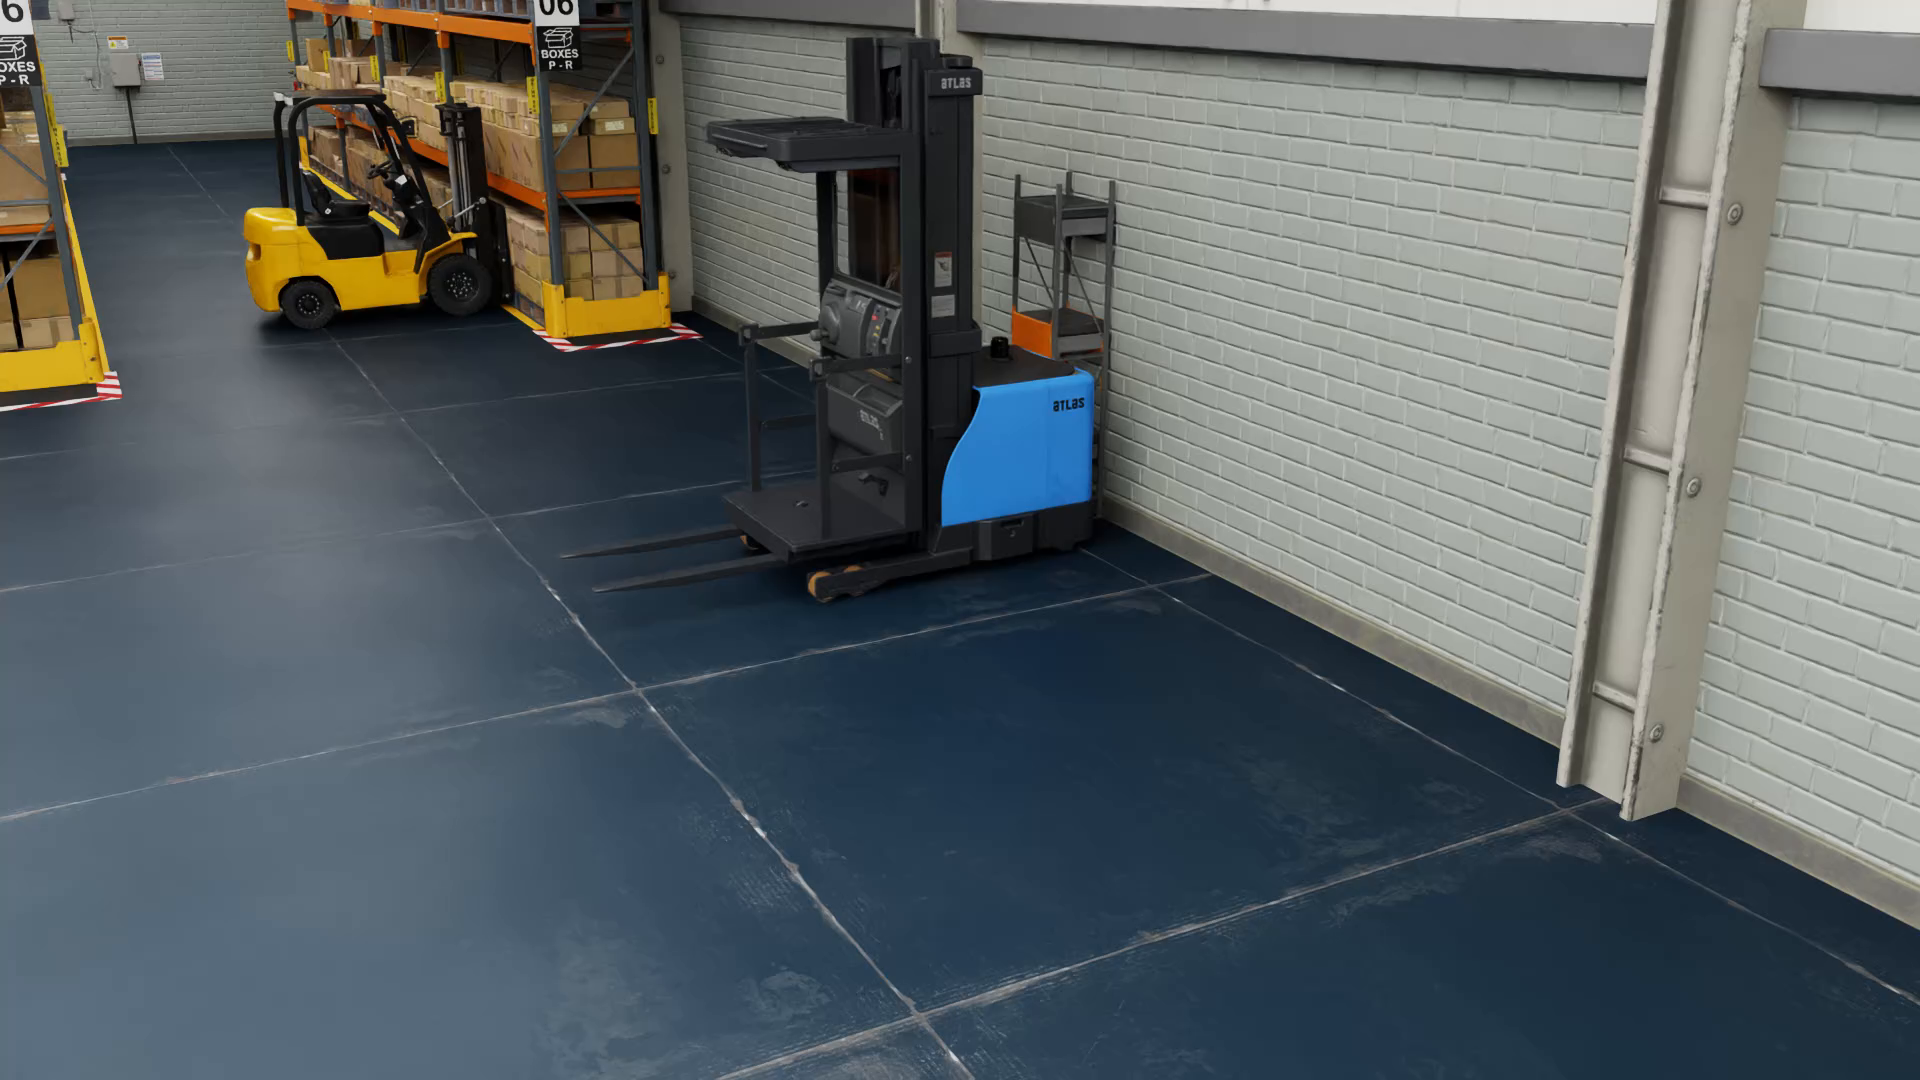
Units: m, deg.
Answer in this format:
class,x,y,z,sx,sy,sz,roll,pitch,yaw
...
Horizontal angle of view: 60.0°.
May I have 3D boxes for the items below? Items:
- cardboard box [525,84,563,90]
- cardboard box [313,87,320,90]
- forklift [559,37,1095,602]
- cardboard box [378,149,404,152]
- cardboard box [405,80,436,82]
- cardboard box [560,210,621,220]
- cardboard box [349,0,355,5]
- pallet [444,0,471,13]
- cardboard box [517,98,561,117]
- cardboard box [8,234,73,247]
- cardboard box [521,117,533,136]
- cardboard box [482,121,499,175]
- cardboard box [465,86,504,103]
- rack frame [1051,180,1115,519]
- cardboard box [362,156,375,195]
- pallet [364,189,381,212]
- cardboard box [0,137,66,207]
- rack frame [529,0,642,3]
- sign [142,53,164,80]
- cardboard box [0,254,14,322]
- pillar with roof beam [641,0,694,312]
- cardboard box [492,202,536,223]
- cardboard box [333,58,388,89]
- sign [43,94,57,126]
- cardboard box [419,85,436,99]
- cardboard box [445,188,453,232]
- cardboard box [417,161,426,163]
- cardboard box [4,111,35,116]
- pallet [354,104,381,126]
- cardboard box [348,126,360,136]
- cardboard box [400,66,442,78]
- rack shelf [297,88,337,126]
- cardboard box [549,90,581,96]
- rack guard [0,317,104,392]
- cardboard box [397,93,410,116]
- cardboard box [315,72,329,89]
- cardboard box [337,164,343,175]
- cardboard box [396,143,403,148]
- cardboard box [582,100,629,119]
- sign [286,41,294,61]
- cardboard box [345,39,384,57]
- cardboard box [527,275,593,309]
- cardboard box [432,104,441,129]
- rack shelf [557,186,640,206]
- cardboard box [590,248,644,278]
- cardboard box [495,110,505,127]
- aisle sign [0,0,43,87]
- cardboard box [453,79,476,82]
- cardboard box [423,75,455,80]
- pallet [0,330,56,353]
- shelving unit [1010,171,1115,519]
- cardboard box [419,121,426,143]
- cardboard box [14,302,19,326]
class,x,y,z,sx,sy,sz,roll,pitch,yaw
cardboard box,-4.472,-4.836,17.943,0.380,0.149,0.250,-10,22,-28
cardboard box,-10.356,-7.340,27.188,0.380,0.149,0.250,-9,21,-25
forklift,-0.742,-1.241,9.234,3.031,2.935,1.130,-10,22,-27
cardboard box,-7.968,-5.414,23.415,0.380,0.149,0.250,-9,21,-25
cardboard box,-6.737,-5.679,20.842,0.380,0.149,0.250,-10,21,-26
cardboard box,-3.686,-3.134,16.653,0.500,0.250,0.500,-10,21,-27
cardboard box,-8.117,-7.493,22.880,0.500,0.250,0.500,-10,21,-27
pallet,-4.855,-5.736,17.692,1.003,0.211,1.213,-10,21,-27
cardboard box,-4.032,-4.154,15.967,0.380,0.149,0.250,-9,21,-25
cardboard box,-8.385,-2.511,15.232,0.500,0.500,0.500,-10,21,-26
cardboard box,-3.942,-3.931,15.777,0.380,0.149,0.250,-10,21,-26
cardboard box,-4.579,-4.040,17.088,0.500,0.500,0.500,-10,21,-26
cardboard box,-5.028,-4.735,17.650,0.380,0.149,0.250,-9,21,-25
rack frame,0.729,-1.108,10.097,0.400,2.100,0.015,-9,21,-26
cardboard box,-8.315,-5.295,24.066,0.500,0.500,0.500,-11,22,-29
pallet,-8.079,-5.000,24.299,1.003,0.211,1.213,-10,21,-27
cardboard box,-7.731,-3.049,13.760,0.500,0.500,0.500,-10,22,-27
rack frame,-3.384,-6.288,14.559,1.000,3.000,0.127,-10,21,-27
sign,-15.792,-9.265,32.528,0.329,0.494,0.001,-10,21,-27
cardboard box,-8.360,-2.125,14.113,0.500,0.500,0.500,-10,21,-26
pillar with roof beam,-6.710,-5.961,13.610,9.100,9.000,0.400,-10,21,-27
cardboard box,-4.607,-3.343,17.260,0.500,0.250,0.500,-10,22,-28
cardboard box,-8.803,-6.821,24.502,0.700,0.500,0.500,-10,21,-26
sign,-9.176,-4.326,16.742,0.100,0.325,0.005,-10,21,-27
cardboard box,-6.273,-5.380,19.977,0.380,0.149,0.250,-10,21,-26
cardboard box,-5.541,-3.824,19.613,0.875,0.625,0.625,-9,21,-24
cardboard box,-7.352,-5.074,23.425,0.500,0.500,0.500,-10,21,-26
cardboard box,-9.220,-3.929,16.311,0.500,0.500,0.500,-11,22,-28
pallet,-7.566,-5.842,22.756,1.213,0.211,1.003,-10,21,-27
cardboard box,-9.092,-6.226,25.314,0.380,0.149,0.250,-10,22,-28
cardboard box,-7.289,-6.166,22.606,0.500,0.500,0.500,-9,21,-24
rack shelf,-10.032,-7.131,27.301,1.077,0.370,4.000,-10,21,-27
cardboard box,-4.064,-4.525,17.041,0.380,0.149,0.250,-10,21,-26
rack guard,-7.786,-1.522,13.777,1.175,0.500,0.348,-10,21,-27
cardboard box,-6.717,-5.452,20.796,0.500,0.250,0.500,-11,22,-28
cardboard box,-10.015,-7.362,26.641,0.500,0.250,0.500,-10,21,-27
cardboard box,-9.605,-5.862,26.248,0.380,0.149,0.250,-11,22,-28
cardboard box,-8.173,-5.859,24.708,0.380,0.149,0.250,-9,21,-25
cardboard box,-3.355,-4.076,15.742,0.380,0.149,0.250,-10,22,-28
sign,-11.459,-8.370,28.463,0.100,0.325,0.005,-10,21,-27
cardboard box,-9.555,-7.790,26.732,0.500,0.500,0.500,-11,22,-28
cardboard box,-3.885,-2.437,16.166,0.500,0.250,0.500,-10,21,-26
cardboard box,-5.741,-4.867,19.102,0.500,0.250,0.500,-10,22,-28
rack shelf,-4.333,-3.779,17.286,0.919,0.124,3.809,-10,21,-27
cardboard box,-3.424,-2.754,16.320,0.500,0.250,0.500,-10,21,-26
cardboard box,-4.426,-4.227,16.634,0.380,0.149,0.250,-10,21,-26
aisle sign,-7.448,-3.941,12.969,0.394,0.787,0.004,-10,21,-27
cardboard box,-6.324,-5.752,21.055,0.380,0.149,0.250,-10,21,-27
cardboard box,-6.850,-6.041,21.891,0.380,0.149,0.250,-9,21,-25
pallet,-8.141,-1.625,14.516,1.003,0.211,1.213,-10,21,-27
shelving unit,0.615,-1.179,10.301,0.431,2.100,0.503,-9,21,-26
cardboard box,-6.205,-4.924,20.034,0.500,0.250,0.500,-10,21,-26
cardboard box,-8.863,-2.071,15.105,0.500,0.250,0.500,-11,22,-29
